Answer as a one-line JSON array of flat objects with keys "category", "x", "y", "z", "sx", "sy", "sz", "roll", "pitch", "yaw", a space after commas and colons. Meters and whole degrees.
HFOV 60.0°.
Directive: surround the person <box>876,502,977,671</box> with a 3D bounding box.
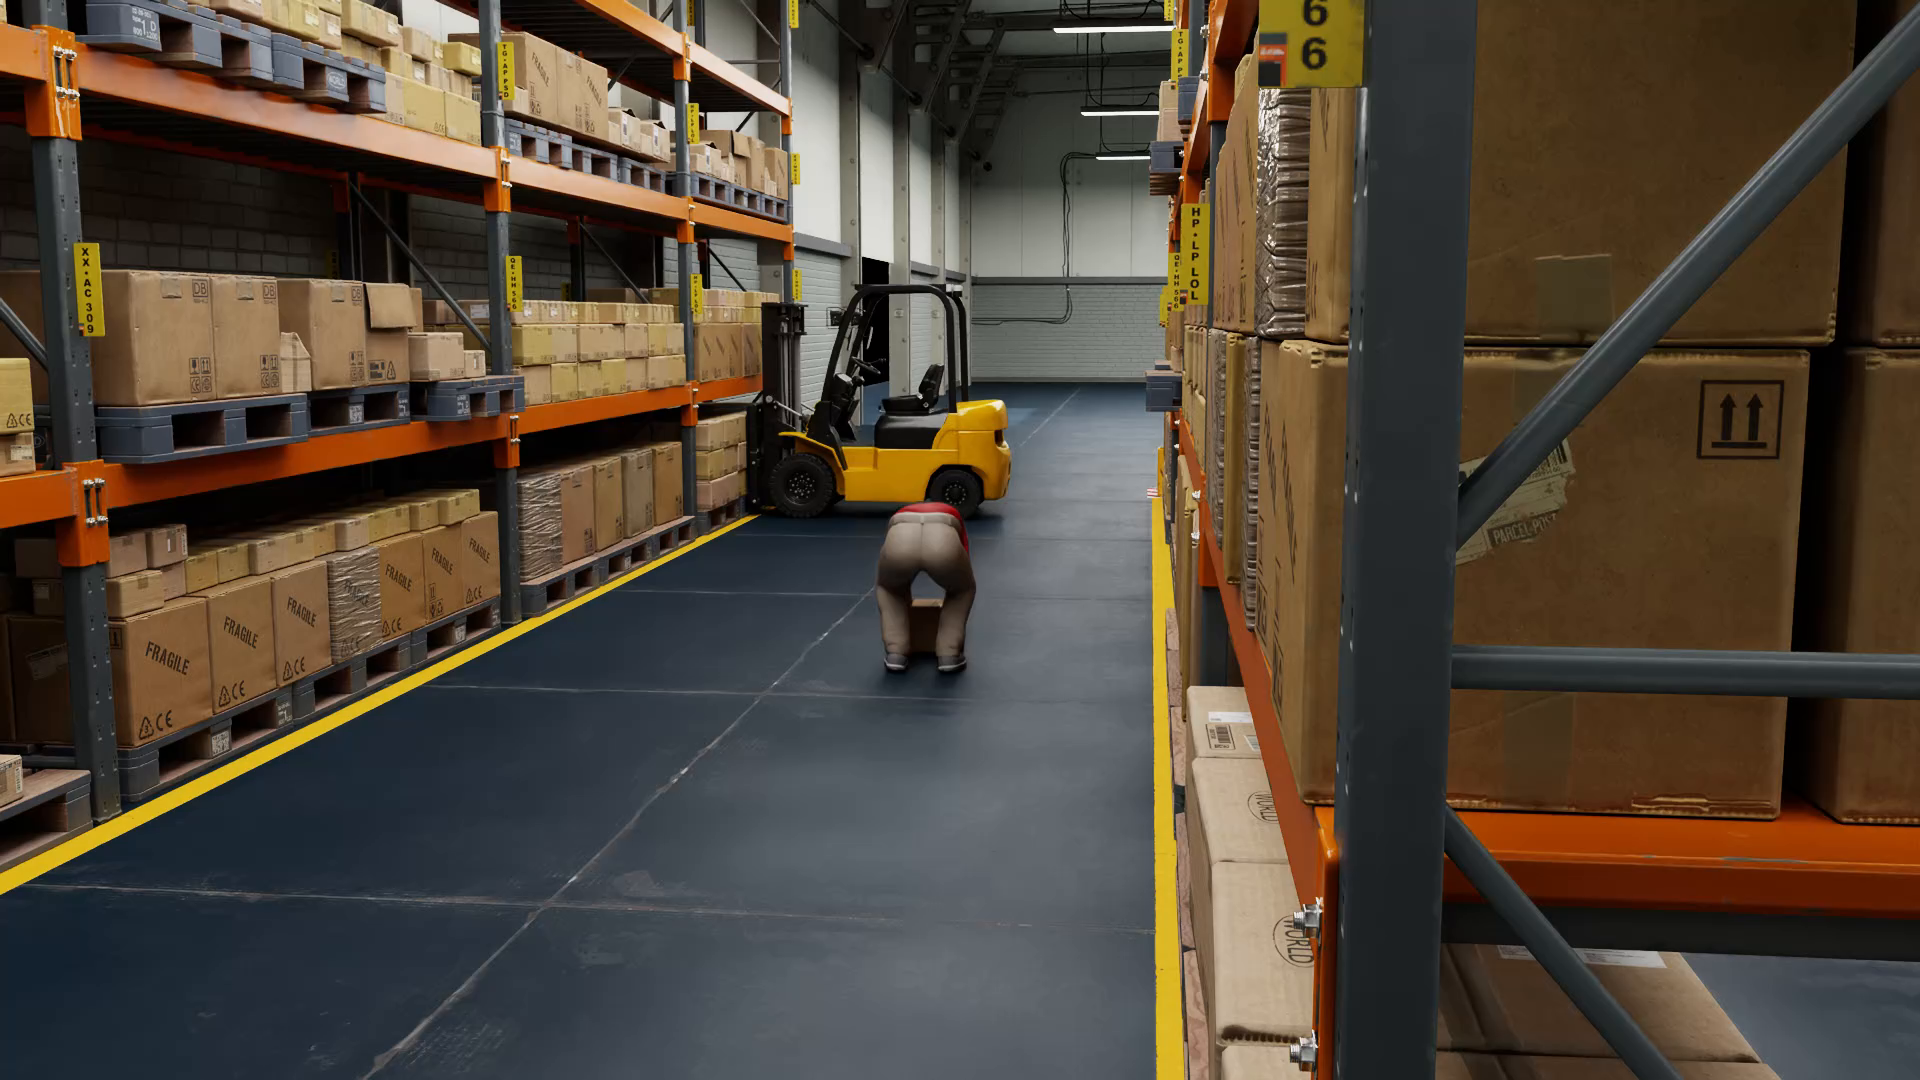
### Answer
[{"category": "person", "x": -0.180, "y": 0.222, "z": 8.925, "sx": 0.543, "sy": 0.884, "sz": 0.956, "roll": 0, "pitch": 8, "yaw": 4}]
